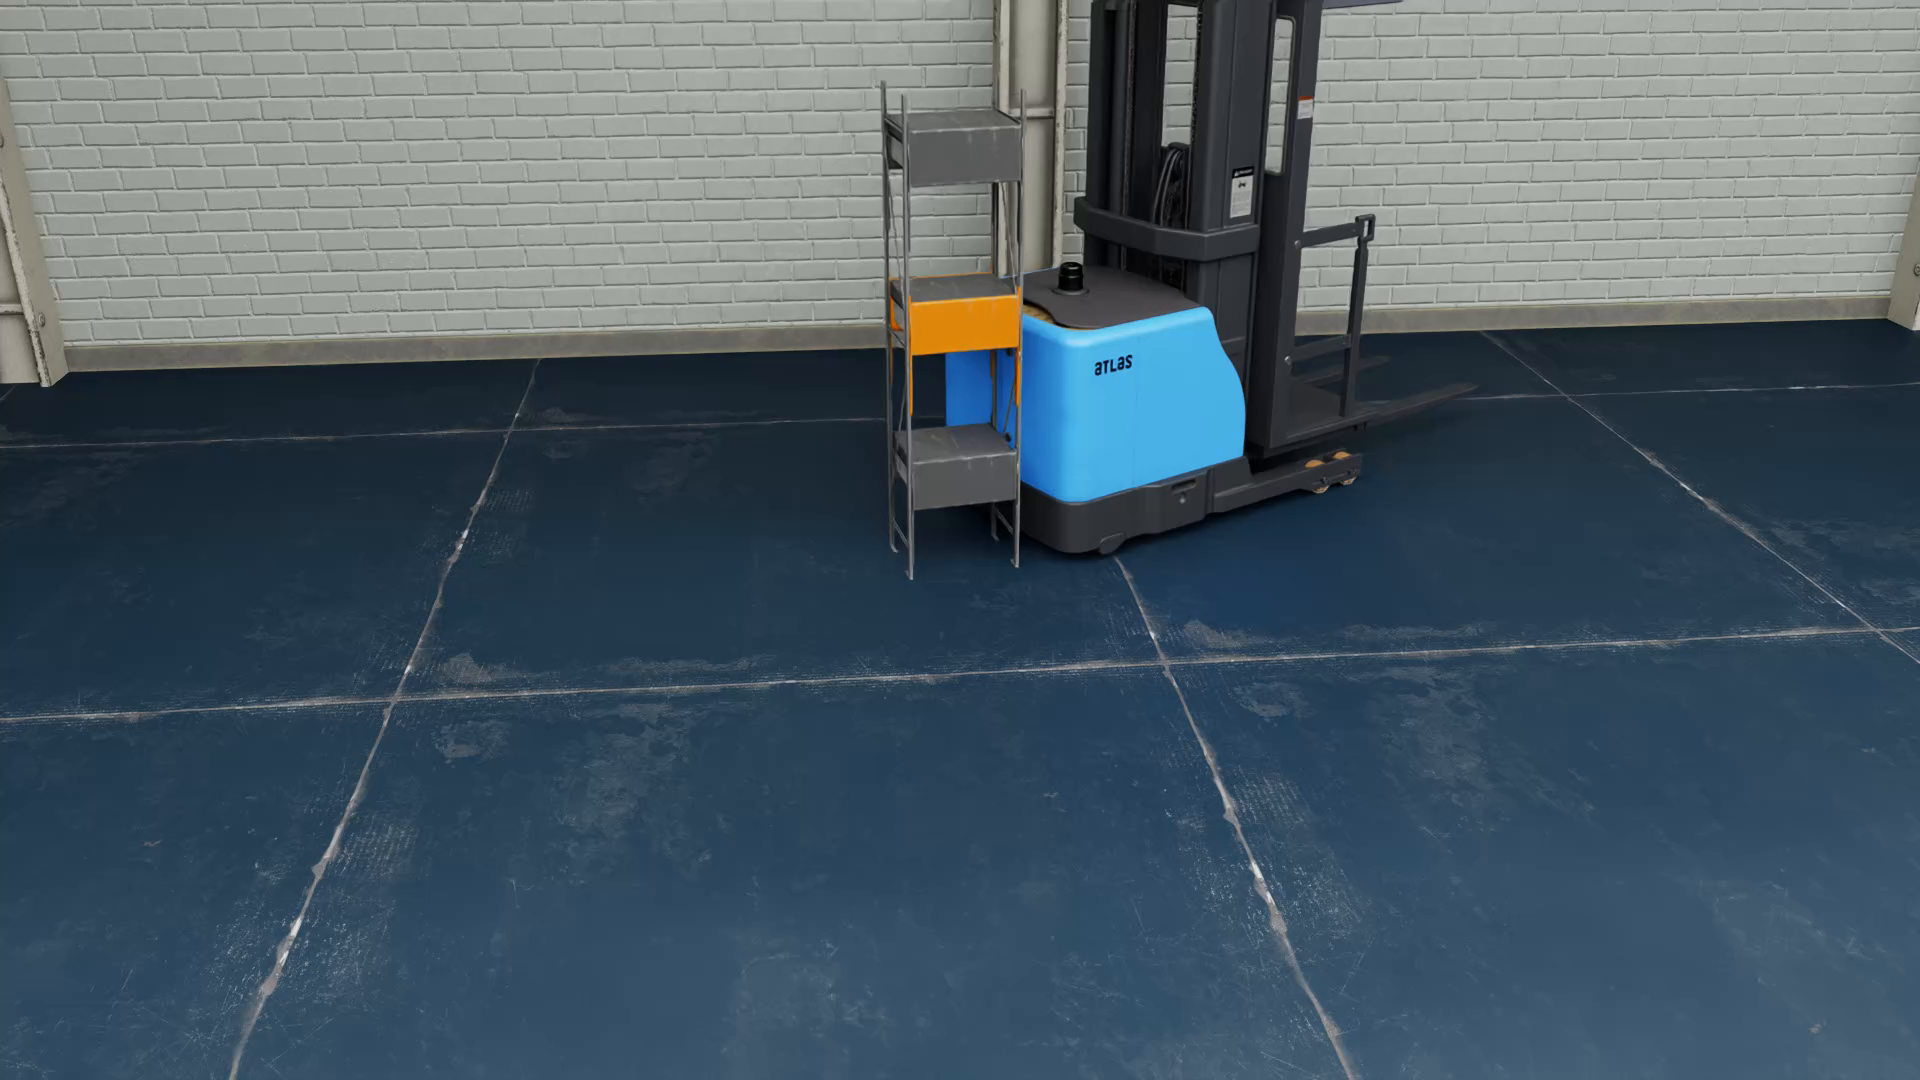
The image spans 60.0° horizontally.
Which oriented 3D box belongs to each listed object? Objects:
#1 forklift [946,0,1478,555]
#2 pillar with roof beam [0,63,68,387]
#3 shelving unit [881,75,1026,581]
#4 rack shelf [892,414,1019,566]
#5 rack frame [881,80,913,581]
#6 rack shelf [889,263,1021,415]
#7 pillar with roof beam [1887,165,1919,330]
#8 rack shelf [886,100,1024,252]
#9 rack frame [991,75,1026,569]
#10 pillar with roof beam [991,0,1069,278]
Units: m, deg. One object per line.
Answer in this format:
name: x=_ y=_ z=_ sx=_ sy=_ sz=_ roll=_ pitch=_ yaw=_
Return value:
forklift: x=1.411 y=-1.728 z=8.028 sx=3.031 sy=2.935 sz=1.130 roll=-16 pitch=29 yaw=-32
pillar with roof beam: x=-5.140 y=-3.329 z=4.161 sx=0.400 sy=9.000 sz=9.100 roll=-2 pitch=24 yaw=-5
shelving unit: x=-0.031 y=-0.882 z=7.148 sx=0.503 sy=2.100 sz=0.431 roll=-6 pitch=25 yaw=-14
rack shelf: x=-0.031 y=-0.229 z=7.438 sx=0.480 sy=0.518 sz=0.431 roll=-6 pitch=25 yaw=-14
rack frame: x=-0.267 y=-0.855 z=7.089 sx=0.015 sy=2.100 sz=0.400 roll=-6 pitch=25 yaw=-14
rack shelf: x=-0.031 y=-0.869 z=7.154 sx=0.480 sy=0.518 sz=0.431 roll=-6 pitch=25 yaw=-14
pillar with roof beam: x=6.802 y=-3.808 z=5.239 sx=0.400 sy=9.000 sz=9.100 roll=-2 pitch=24 yaw=-5
rack shelf: x=-0.031 y=-1.509 z=6.870 sx=0.480 sy=0.518 sz=0.431 roll=-6 pitch=25 yaw=-14
rack frame: x=0.204 y=-0.908 z=7.207 sx=0.015 sy=2.100 sz=0.400 roll=-6 pitch=25 yaw=-14
pillar with roof beam: x=0.831 y=-3.569 z=4.700 sx=0.400 sy=9.000 sz=9.100 roll=-2 pitch=24 yaw=-5
